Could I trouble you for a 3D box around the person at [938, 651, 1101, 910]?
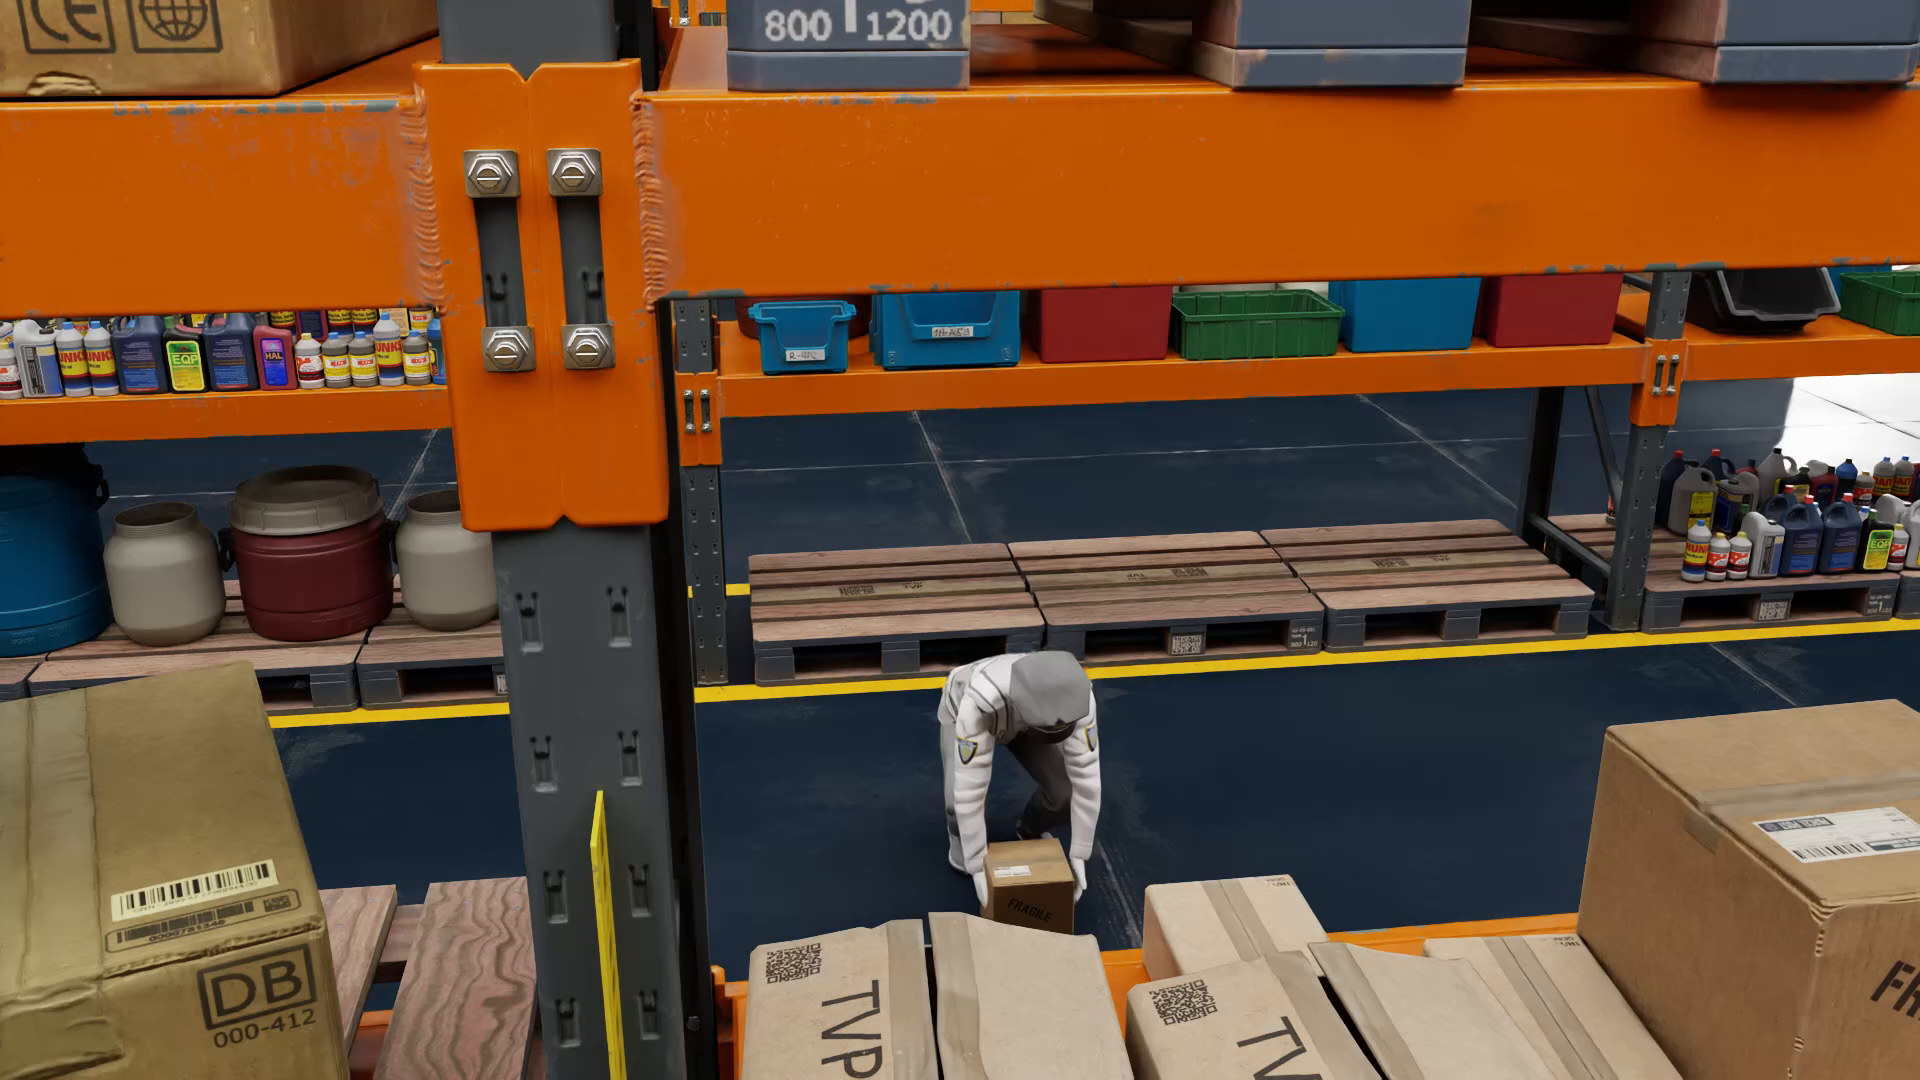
[{"bbox_3d":[0.182,0.680,5.321,0.486,0.914,0.854,-3,20,-8],"label":"person"}]
